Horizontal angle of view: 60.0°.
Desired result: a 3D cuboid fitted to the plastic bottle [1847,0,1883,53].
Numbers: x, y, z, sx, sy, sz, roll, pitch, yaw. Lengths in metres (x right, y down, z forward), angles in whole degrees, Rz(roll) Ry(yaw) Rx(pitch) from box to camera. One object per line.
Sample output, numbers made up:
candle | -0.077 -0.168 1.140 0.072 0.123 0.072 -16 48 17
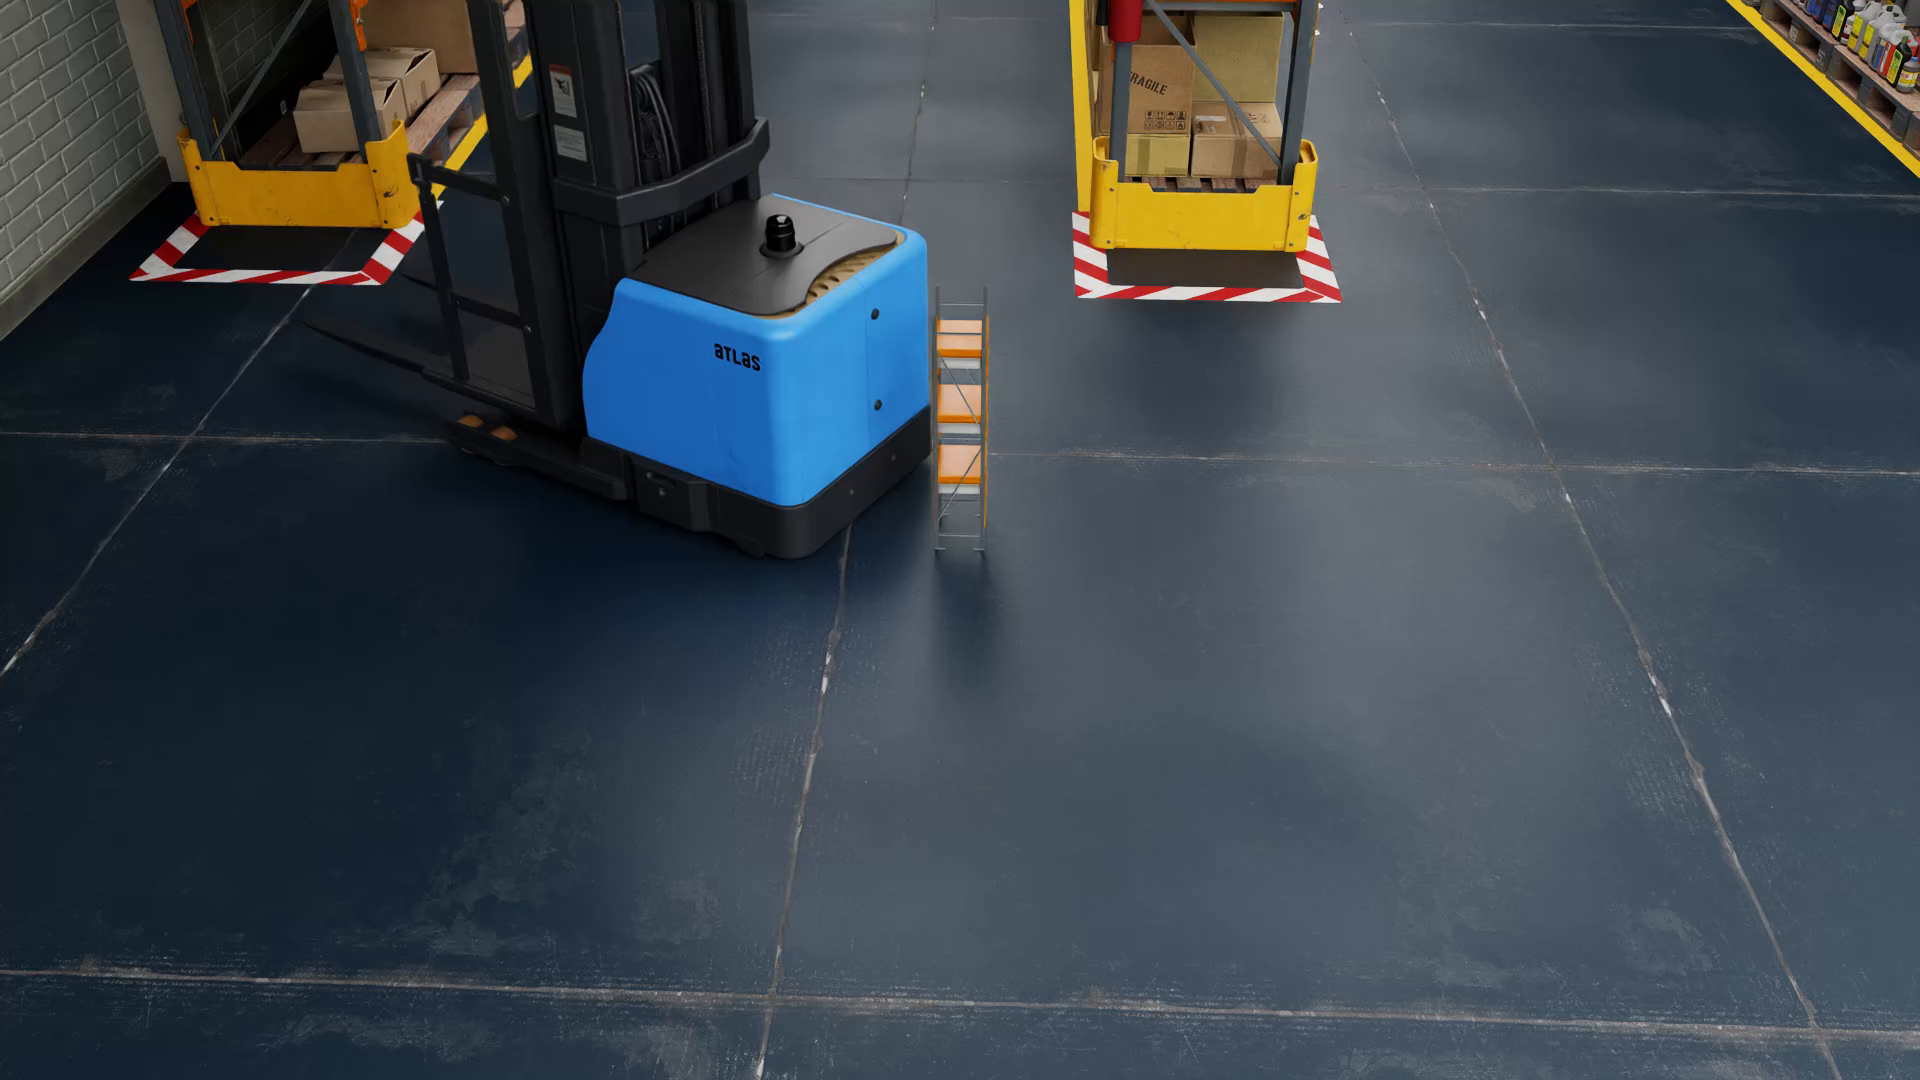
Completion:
plastic bottle | 5.936 -3.375 10.864 0.144 0.351 0.185 1 35 2

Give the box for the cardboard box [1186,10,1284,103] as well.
cardboard box | 1.560 -2.848 9.567 0.500 0.500 0.500 1 35 2

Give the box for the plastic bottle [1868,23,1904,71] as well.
plastic bottle | 5.926 -3.142 10.598 0.152 0.276 0.135 0 35 1

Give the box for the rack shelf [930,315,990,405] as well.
rack shelf | 0.002 -0.684 6.335 0.215 0.259 0.240 1 35 2

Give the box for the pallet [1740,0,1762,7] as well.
pallet | 6.400 -4.397 12.822 1.003 0.211 1.213 1 35 2

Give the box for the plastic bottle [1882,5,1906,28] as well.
plastic bottle | 6.085 -3.355 10.901 0.152 0.276 0.135 1 35 2

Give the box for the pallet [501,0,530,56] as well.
pallet | -3.483 -3.787 11.954 1.003 0.211 1.213 1 35 2

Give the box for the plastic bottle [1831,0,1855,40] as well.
plastic bottle | 5.905 -3.497 11.098 0.061 0.283 0.133 3 35 4

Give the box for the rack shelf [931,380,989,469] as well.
rack shelf | 0.002 -0.452 6.498 0.215 0.259 0.240 1 35 2

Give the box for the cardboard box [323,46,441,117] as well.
cardboard box | -3.511 -2.819 10.108 0.500 0.311 0.500 4 35 6

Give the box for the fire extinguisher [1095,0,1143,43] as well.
fire extinguisher | 0.829 -2.815 8.214 0.296 0.674 0.183 1 35 2

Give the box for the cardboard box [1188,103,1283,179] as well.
cardboard box | 1.542 -2.254 9.374 0.500 0.250 0.500 1 35 2

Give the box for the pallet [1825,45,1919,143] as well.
pallet | 6.293 -2.857 10.631 1.003 0.211 1.213 1 35 2

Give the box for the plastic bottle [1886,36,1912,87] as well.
plastic bottle | 5.869 -2.989 10.374 0.061 0.283 0.133 2 35 3

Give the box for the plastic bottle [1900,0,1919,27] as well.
plastic bottle | 6.513 -3.653 11.325 0.152 0.276 0.135 1 35 2

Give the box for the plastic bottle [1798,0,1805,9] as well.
plastic bottle | 5.949 -3.831 11.643 0.097 0.201 0.097 0 35 0

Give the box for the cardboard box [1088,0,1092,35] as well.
cardboard box | 1.069 -3.435 10.402 0.500 0.500 0.500 1 35 2

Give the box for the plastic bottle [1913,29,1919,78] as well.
plastic bottle | 6.027 -3.063 10.480 0.061 0.283 0.133 1 35 2

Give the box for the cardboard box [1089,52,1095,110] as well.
cardboard box | 1.051 -2.840 10.209 0.500 0.250 0.500 1 35 2

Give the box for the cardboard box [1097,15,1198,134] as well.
cardboard box | 1.022 -2.572 9.175 0.500 0.500 0.500 1 35 2

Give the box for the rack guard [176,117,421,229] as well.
rack guard | -3.649 -2.037 9.214 1.175 0.500 0.348 1 35 2

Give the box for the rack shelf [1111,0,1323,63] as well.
rack shelf | 1.378 -3.759 10.115 1.077 0.370 4.000 1 35 2

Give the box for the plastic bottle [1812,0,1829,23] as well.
plastic bottle | 5.961 -3.727 11.366 0.144 0.351 0.185 2 35 3

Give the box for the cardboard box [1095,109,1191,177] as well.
cardboard box | 1.024 -2.266 9.391 0.500 0.250 0.500 1 35 2

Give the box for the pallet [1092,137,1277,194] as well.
pallet | 1.287 -2.203 9.701 1.003 0.211 1.213 1 35 2

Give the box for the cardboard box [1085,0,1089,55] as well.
cardboard box | 1.086 -3.415 11.027 0.500 0.250 0.500 1 35 2

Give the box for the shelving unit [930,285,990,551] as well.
shelving unit | 0.002 -0.460 6.492 0.215 1.050 0.252 1 35 2

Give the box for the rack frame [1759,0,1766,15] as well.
rack frame | 6.408 -5.085 11.377 1.000 3.000 0.127 1 35 2

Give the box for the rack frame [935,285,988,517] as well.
rack frame | 0.007 -0.530 6.592 0.200 1.050 0.008 1 35 2

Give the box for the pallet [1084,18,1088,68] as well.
pallet | 1.385 -3.605 11.696 1.003 0.211 1.213 1 35 2

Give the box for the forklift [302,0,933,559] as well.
forklift | -1.640 -1.757 6.701 3.031 2.935 1.130 20 40 25

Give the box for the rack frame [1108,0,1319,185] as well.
rack frame | 1.298 -2.904 8.273 1.000 3.000 0.127 1 35 2

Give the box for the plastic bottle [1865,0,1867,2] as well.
plastic bottle | 6.075 -3.609 11.266 0.097 0.271 0.097 0 35 0
